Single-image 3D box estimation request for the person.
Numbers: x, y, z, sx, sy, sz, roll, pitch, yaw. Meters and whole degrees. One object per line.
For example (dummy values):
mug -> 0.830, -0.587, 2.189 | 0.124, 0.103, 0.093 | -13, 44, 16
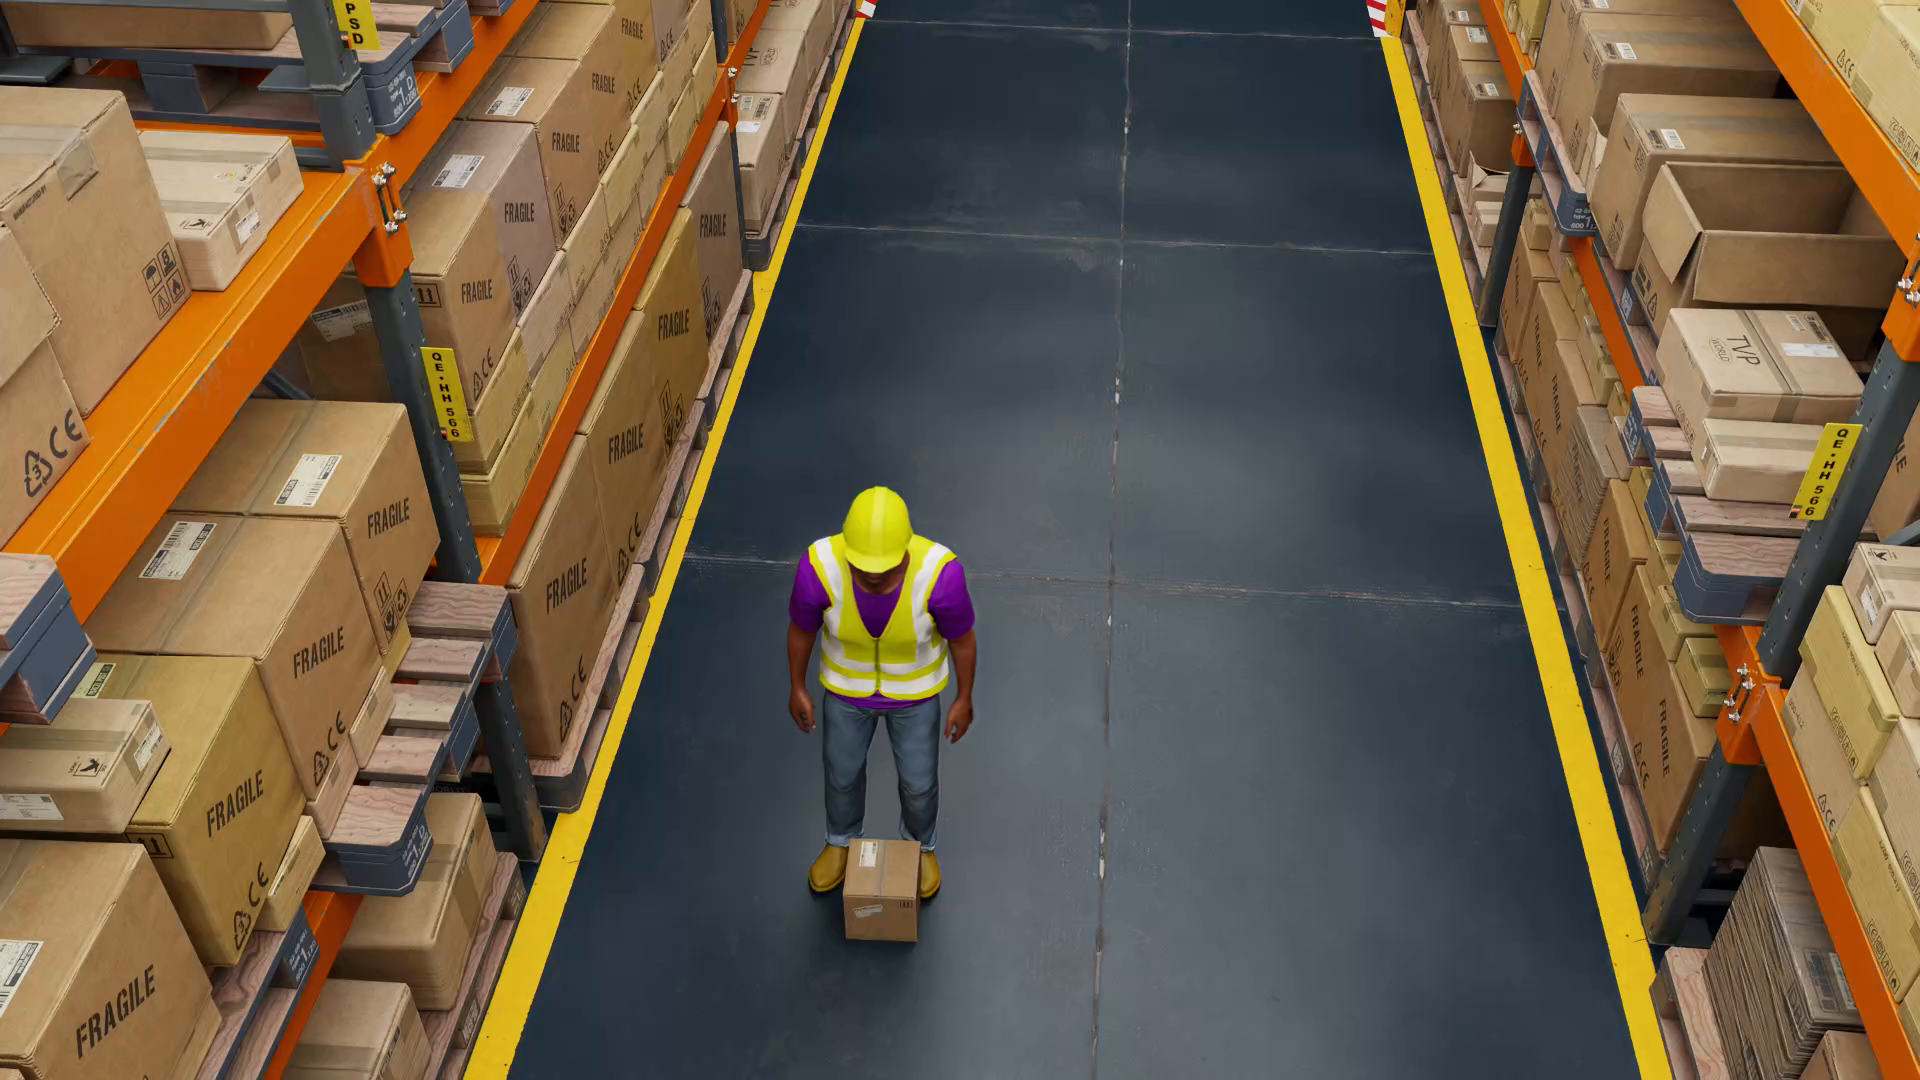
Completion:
person -> -0.262, 0.508, 5.532 | 0.627, 1.761, 0.460 | 3, 40, 4
